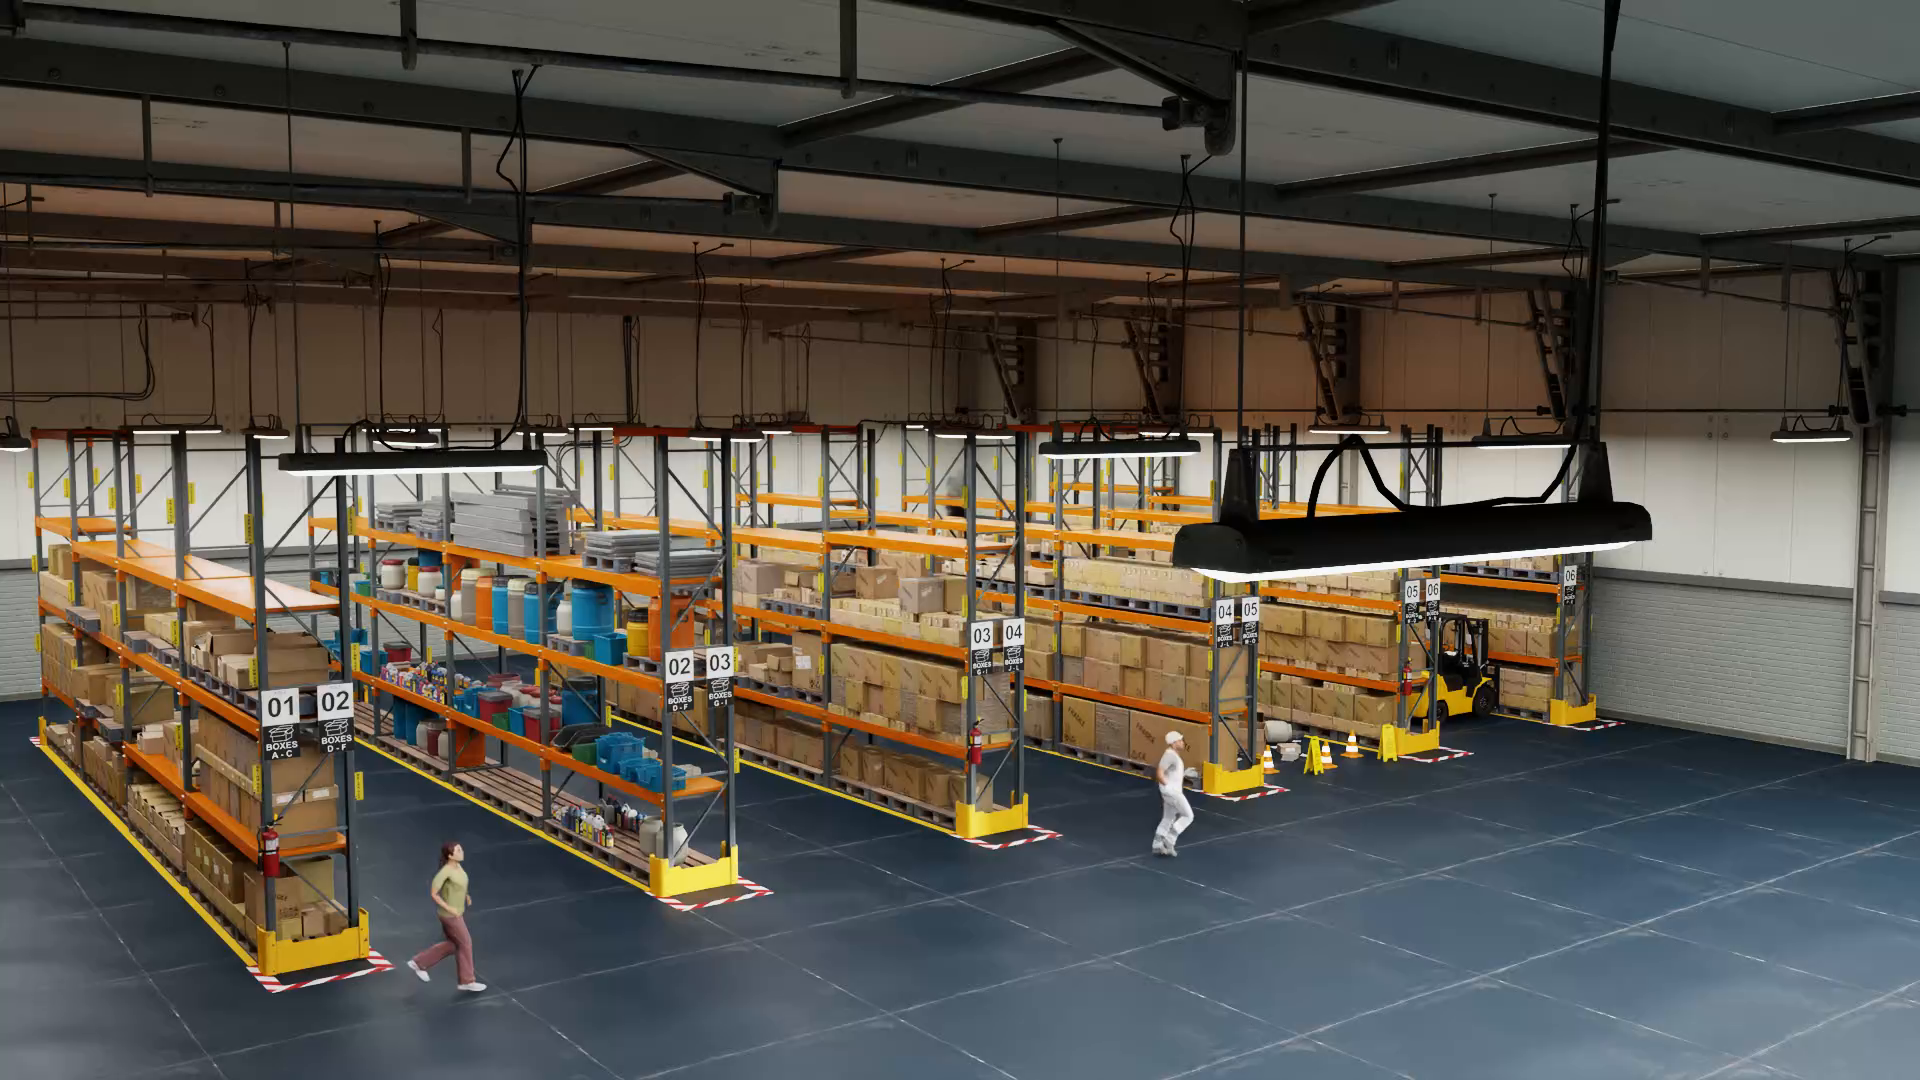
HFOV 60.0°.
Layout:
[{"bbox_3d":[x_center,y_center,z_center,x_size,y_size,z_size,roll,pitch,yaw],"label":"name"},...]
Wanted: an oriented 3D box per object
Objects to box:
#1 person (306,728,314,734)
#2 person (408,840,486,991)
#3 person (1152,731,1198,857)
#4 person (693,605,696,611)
[{"bbox_3d":[-11.206,3.247,28.257,0.627,1.738,0.702,4,6,41],"label":"person"},{"bbox_3d":[-5.581,4.071,18.042,0.840,1.662,0.578,0,4,-2],"label":"person"},{"bbox_3d":[3.063,3.592,23.617,0.667,1.770,0.624,0,4,0],"label":"person"},{"bbox_3d":[-6.760,2.326,40.316,0.862,1.679,0.936,4,6,43],"label":"person"}]
